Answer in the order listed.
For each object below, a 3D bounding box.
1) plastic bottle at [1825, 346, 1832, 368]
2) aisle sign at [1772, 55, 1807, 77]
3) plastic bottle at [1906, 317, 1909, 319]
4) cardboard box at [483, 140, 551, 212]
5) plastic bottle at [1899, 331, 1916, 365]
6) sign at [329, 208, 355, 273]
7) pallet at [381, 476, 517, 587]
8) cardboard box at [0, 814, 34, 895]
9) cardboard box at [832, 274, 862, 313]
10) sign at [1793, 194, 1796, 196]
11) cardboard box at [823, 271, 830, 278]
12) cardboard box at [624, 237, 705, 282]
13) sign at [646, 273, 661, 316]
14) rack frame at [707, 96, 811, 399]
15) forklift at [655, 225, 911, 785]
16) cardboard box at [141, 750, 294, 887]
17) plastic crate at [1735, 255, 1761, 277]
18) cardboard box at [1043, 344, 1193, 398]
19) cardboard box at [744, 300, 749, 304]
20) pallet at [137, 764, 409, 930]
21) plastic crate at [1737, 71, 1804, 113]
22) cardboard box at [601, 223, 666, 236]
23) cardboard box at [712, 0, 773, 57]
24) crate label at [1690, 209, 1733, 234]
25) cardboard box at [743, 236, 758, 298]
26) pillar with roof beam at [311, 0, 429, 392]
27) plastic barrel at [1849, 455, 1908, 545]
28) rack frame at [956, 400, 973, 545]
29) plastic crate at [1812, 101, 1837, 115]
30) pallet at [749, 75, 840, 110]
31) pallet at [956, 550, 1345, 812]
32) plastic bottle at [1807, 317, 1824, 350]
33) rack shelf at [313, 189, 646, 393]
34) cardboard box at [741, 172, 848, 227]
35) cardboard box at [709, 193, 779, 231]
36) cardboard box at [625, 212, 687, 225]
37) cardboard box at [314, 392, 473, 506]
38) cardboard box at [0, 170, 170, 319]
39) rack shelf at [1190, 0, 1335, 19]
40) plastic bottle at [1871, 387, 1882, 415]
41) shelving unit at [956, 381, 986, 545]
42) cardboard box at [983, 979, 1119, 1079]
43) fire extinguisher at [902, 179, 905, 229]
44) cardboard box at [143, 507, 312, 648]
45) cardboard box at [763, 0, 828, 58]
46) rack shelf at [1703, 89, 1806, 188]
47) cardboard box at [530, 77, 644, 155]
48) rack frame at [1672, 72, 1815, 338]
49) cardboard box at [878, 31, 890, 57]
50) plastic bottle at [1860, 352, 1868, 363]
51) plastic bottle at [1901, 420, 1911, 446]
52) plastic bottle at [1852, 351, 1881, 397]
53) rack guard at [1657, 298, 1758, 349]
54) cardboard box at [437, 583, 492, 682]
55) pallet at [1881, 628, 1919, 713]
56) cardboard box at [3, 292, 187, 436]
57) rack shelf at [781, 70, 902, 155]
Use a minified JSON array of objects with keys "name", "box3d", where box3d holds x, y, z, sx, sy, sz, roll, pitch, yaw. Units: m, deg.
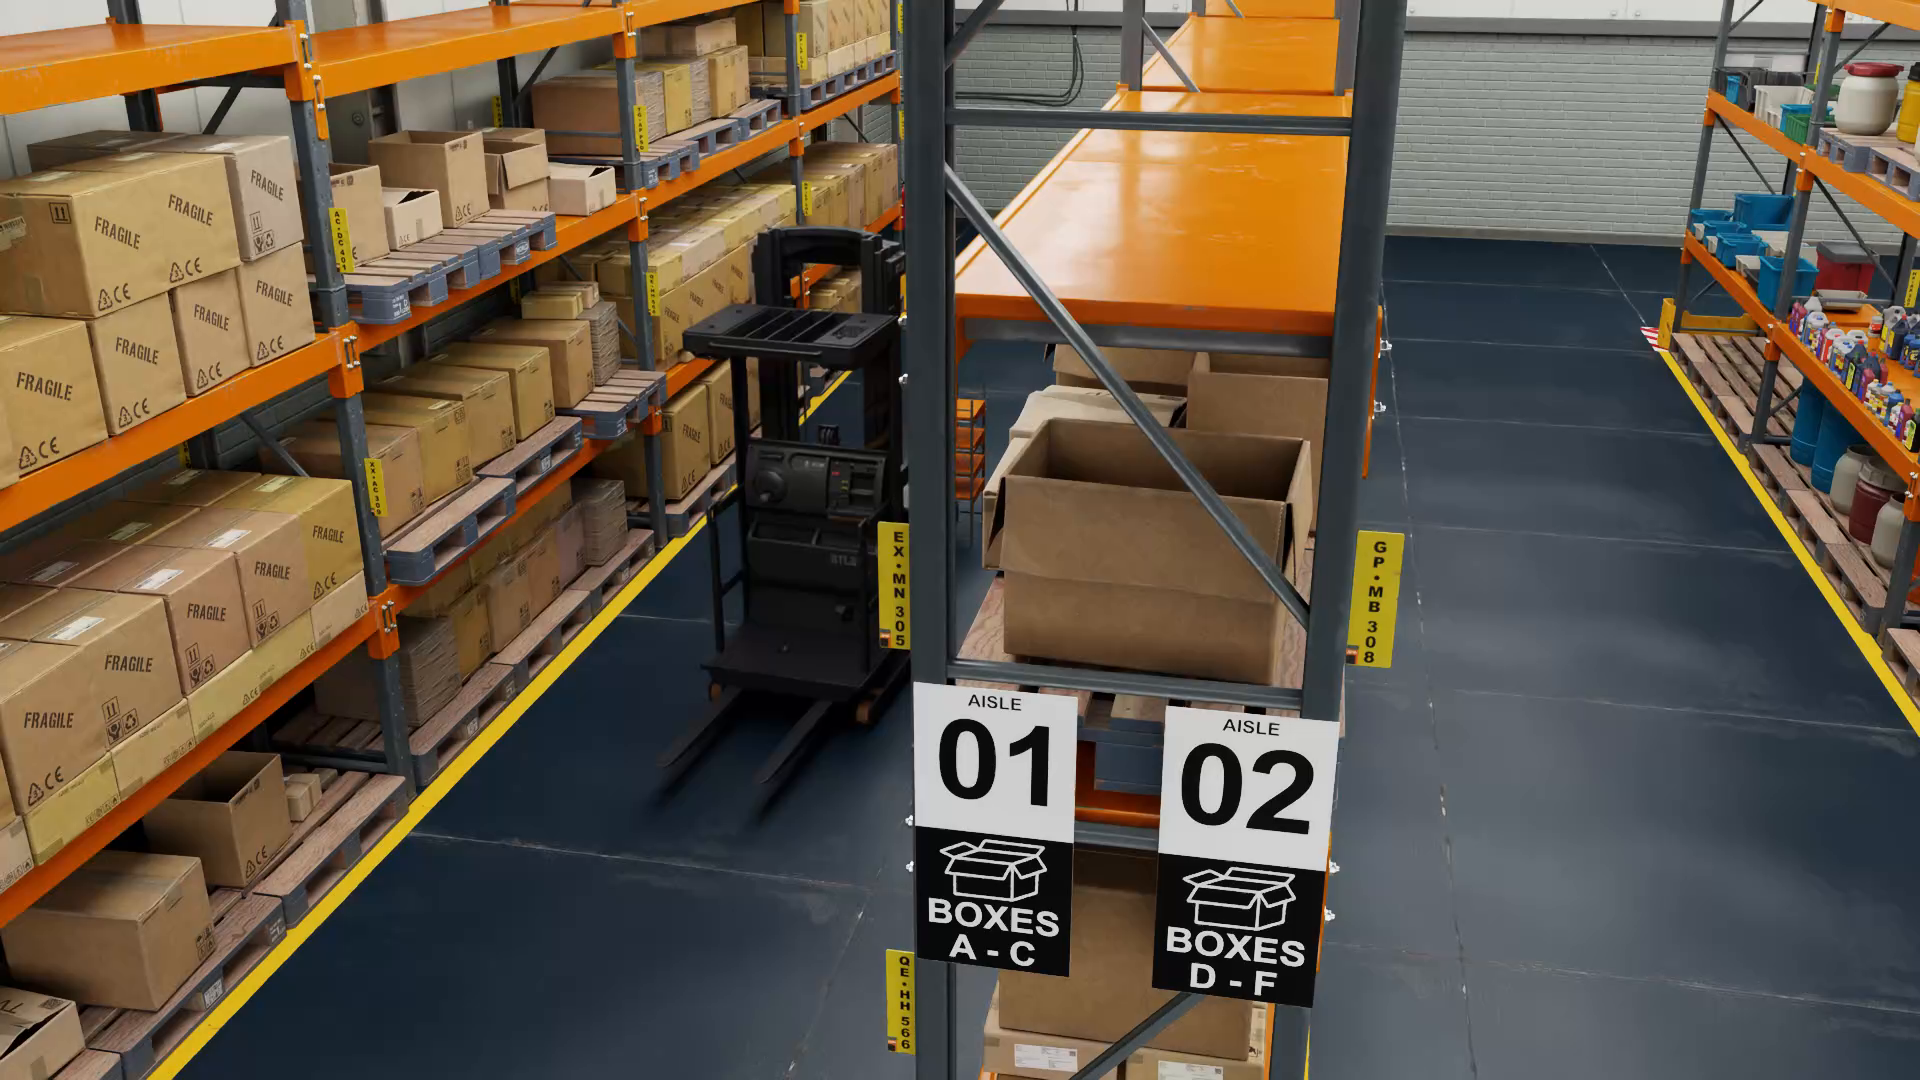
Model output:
[{"name":"plastic bottle","box3d":[6.974,-1.475,13.266,0.097,0.201,0.097,0,22,0]},{"name":"aisle sign","box3d":[8.798,-4.759,17.675,0.394,0.787,0.004,4,22,11]},{"name":"plastic bottle","box3d":[7.842,-1.726,13.791,0.152,0.276,0.135,4,22,11]},{"name":"cardboard box","box3d":[-3.190,-2.360,11.018,0.797,0.503,0.637,8,23,18]},{"name":"plastic bottle","box3d":[7.613,-1.542,13.340,0.097,0.271,0.097,0,22,0]},{"name":"sign","box3d":[-3.118,-1.508,8.376,0.100,0.325,0.005,4,22,11]},{"name":"pallet","box3d":[-3.352,-0.095,9.831,1.003,0.211,1.213,4,22,11]},{"name":"cardboard box","box3d":[-3.964,1.262,6.378,0.500,0.250,0.500,4,22,9]},{"name":"cardboard box","box3d":[-1.451,-2.709,18.849,0.700,0.500,0.500,4,22,9]},{"name":"sign","box3d":[9.039,-3.589,18.031,0.100,0.325,0.005,4,22,11]},{"name":"cardboard box","box3d":[-1.674,-2.974,18.638,0.380,0.149,0.250,5,22,11]},{"name":"cardboard box","box3d":[-2.380,-2.263,13.395,0.500,0.250,0.500,4,22,10]},{"name":"sign","box3d":[-2.301,-1.841,12.466,0.100,0.325,0.005,4,22,11]},{"name":"rack frame","box3d":[-2.018,-2.841,16.394,1.000,3.000,0.127,4,22,11]},{"name":"forklift","box3d":[-0.980,-0.358,10.318,1.130,2.935,3.031,7,23,16]},{"name":"cardboard box","box3d":[-3.823,1.422,8.564,0.500,0.500,0.500,3,22,7]},{"name":"plastic crate","box3d":[7.742,-2.651,16.195,0.293,0.136,0.466,4,22,11]},{"name":"cardboard box","box3d":[0.740,-0.646,6.039,0.797,0.503,0.637,7,23,17]},{"name":"cardboard box","box3d":[-2.112,-2.128,14.931,0.380,0.149,0.250,4,22,9]},{"name":"pallet","box3d":[-3.753,1.626,9.033,1.003,0.211,1.213,4,22,11]},{"name":"plastic crate","box3d":[7.916,-4.374,16.267,0.504,0.338,0.767,4,22,11]},{"name":"cardboard box","box3d":[-2.779,-2.482,13.939,0.500,0.250,0.500,4,22,10]},{"name":"cardboard box","box3d":[-2.104,-5.025,16.302,0.500,0.500,0.500,4,22,11]},{"name":"crate label","box3d":[8.124,-3.434,18.009,0.416,0.233,0.303,4,22,11]},{"name":"cardboard box","box3d":[-2.071,-2.477,14.929,0.500,0.500,0.500,4,22,11]},{"name":"pillar with roof beam","box3d":[0.268,-3.424,9.809,9.100,9.000,0.400,4,22,11]},{"name":"plastic barrel","box3d":[7.178,-0.293,12.731,0.600,0.588,0.708,4,22,11]},{"name":"rack frame","box3d":[-0.016,-0.528,13.058,0.240,1.200,0.015,4,22,11]},{"name":"plastic crate","box3d":[8.318,-4.044,15.716,0.437,0.136,0.530,4,22,11]},{"name":"pallet","box3d":[-1.841,-4.490,16.591,1.003,0.211,1.213,4,22,11]},{"name":"pallet","box3d":[0.553,0.317,4.656,1.003,0.211,1.213,4,22,11]},{"name":"plastic bottle","box3d":[7.088,-1.712,13.762,0.097,0.271,0.097,0,22,0]},{"name":"rack shelf","box3d":[-3.242,-1.705,10.519,1.077,0.370,4.000,4,22,11]},{"name":"cardboard box","box3d":[-1.737,-3.444,17.489,0.980,0.700,0.700,4,22,10]},{"name":"cardboard box","box3d":[-1.977,-3.006,15.240,0.500,0.250,0.500,5,22,12]},{"name":"cardboard box","box3d":[-2.675,-2.668,14.401,0.500,0.250,0.500,4,22,10]},{"name":"cardboard box","box3d":[-3.392,-0.553,9.990,0.700,0.500,0.500,7,23,16]},{"name":"cardboard box","box3d":[-3.685,-1.230,6.877,0.500,0.500,0.500,4,22,9]},{"name":"rack shelf","box3d":[2.424,-3.997,12.731,1.077,0.370,4.000,4,22,11]},{"name":"plastic bottle","box3d":[6.717,-1.015,12.124,0.097,0.201,0.097,0,22,0]},{"name":"shelving unit","box3d":[0.034,-0.617,13.280,0.258,1.200,0.503,4,22,11]},{"name":"cardboard box","box3d":[0.275,1.422,4.805,0.380,0.149,0.250,4,22,10]},{"name":"fire extinguisher","box3d":[-0.719,-4.115,20.160,0.296,0.674,0.183,4,22,11]},{"name":"cardboard box","box3d":[-3.541,0.176,8.071,0.500,0.500,0.500,4,22,11]},{"name":"cardboard box","box3d":[-1.598,-4.992,16.218,0.500,0.500,0.500,4,22,10]},{"name":"rack shelf","box3d":[8.089,-3.875,15.908,1.077,0.370,4.000,4,22,11]},{"name":"cardboard box","box3d":[-2.793,-3.199,12.543,0.700,0.500,0.500,3,22,7]},{"name":"rack frame","box3d":[8.497,-3.549,18.151,1.000,3.000,0.127,4,22,11]},{"name":"cardboard box","box3d":[-1.092,-5.579,18.681,0.500,0.250,0.500,5,23,13]},{"name":"plastic bottle","box3d":[6.887,-1.279,12.671,0.061,0.283,0.133,4,22,11]},{"name":"plastic bottle","box3d":[6.571,-0.752,11.473,0.097,0.201,0.097,0,22,0]},{"name":"plastic bottle","box3d":[6.836,-1.254,12.518,0.144,0.351,0.185,4,22,11]},{"name":"rack guard","box3d":[8.489,-2.399,18.642,1.175,0.500,0.348,4,22,11]},{"name":"cardboard box","box3d":[-3.460,0.577,10.664,0.700,0.500,0.500,4,22,10]},{"name":"pallet","box3d":[6.668,0.951,10.711,1.003,0.211,1.213,4,22,11]},{"name":"cardboard box","box3d":[-3.703,-0.770,7.074,0.500,0.500,0.500,4,22,9]},{"name":"rack shelf","box3d":[-1.610,-4.631,17.784,1.077,0.370,4.000,4,22,11]}]
